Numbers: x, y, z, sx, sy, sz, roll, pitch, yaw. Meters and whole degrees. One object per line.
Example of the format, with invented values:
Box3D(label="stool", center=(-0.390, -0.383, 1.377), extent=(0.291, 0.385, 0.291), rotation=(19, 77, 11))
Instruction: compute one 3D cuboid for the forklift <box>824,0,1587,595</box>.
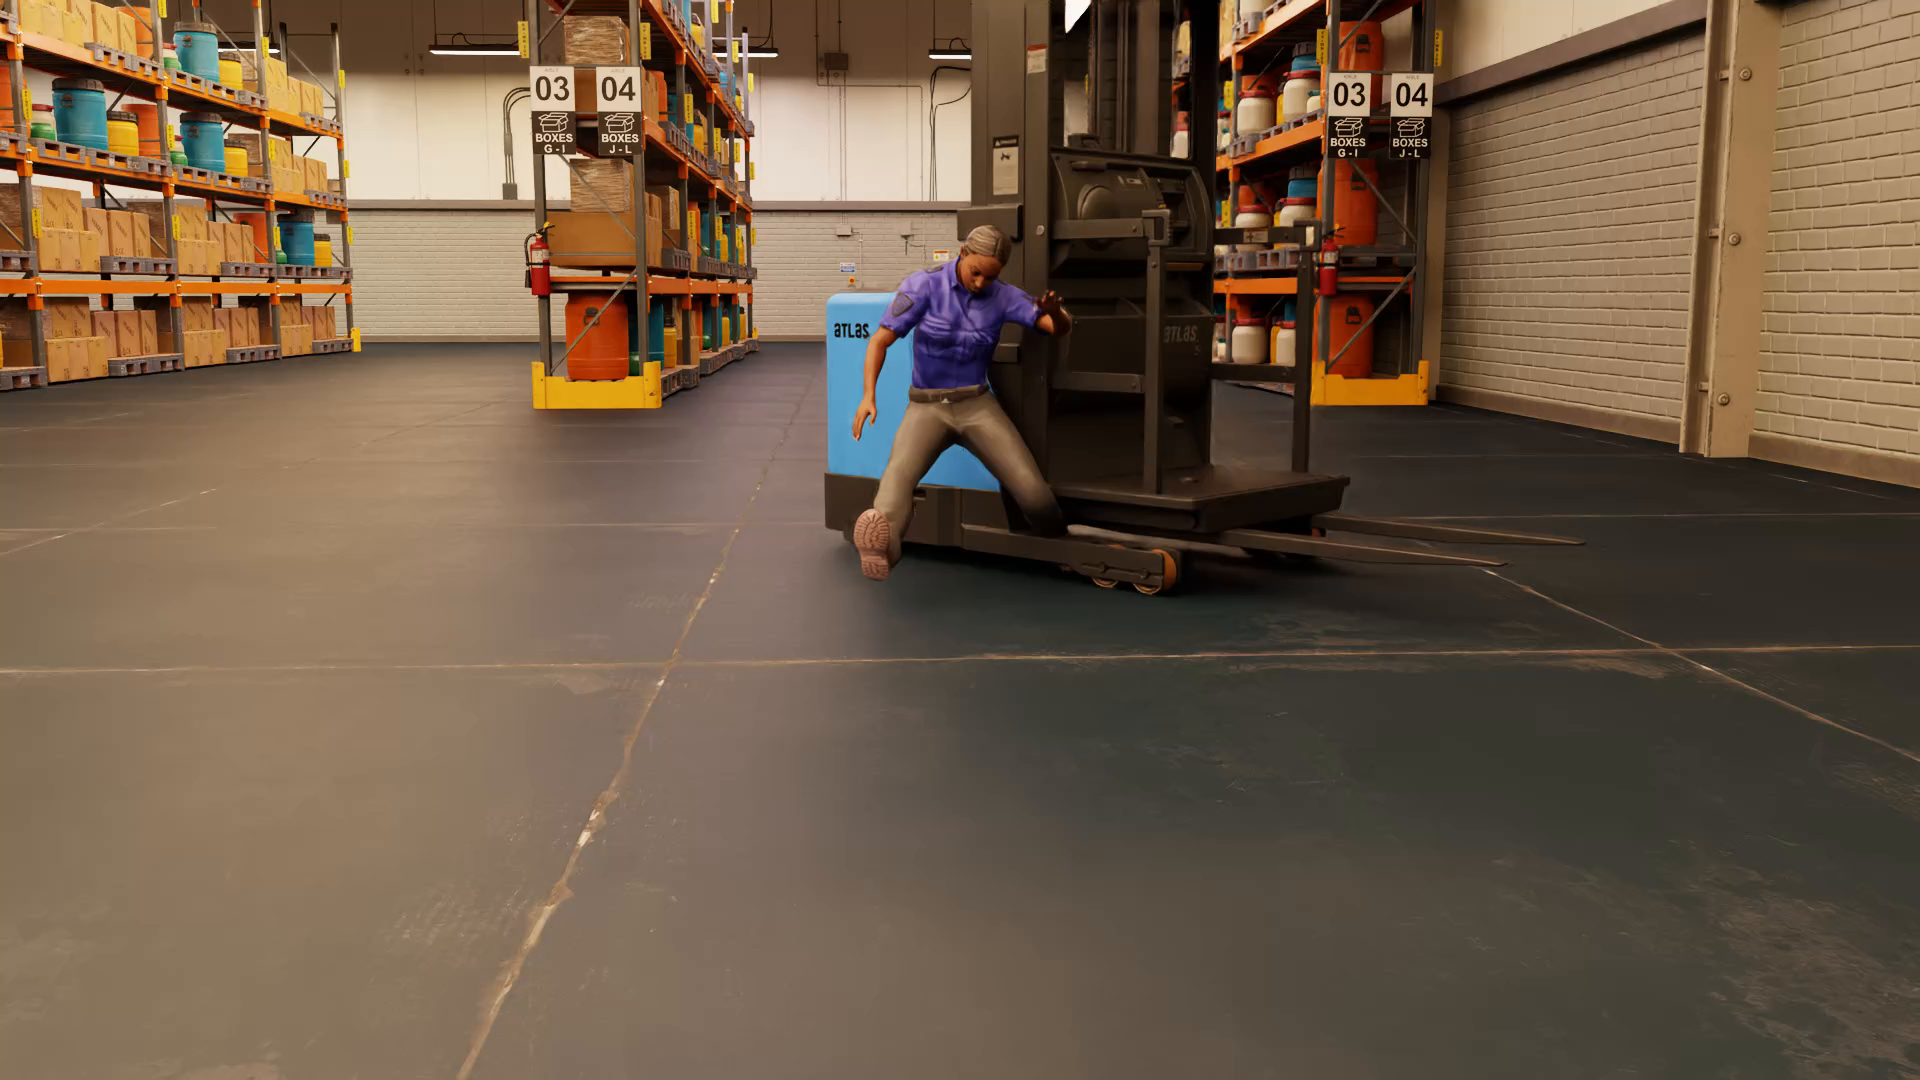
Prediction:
Box3D(label="forklift", center=(0.835, -1.339, 6.346), extent=(3.031, 2.935, 1.130), rotation=(8, 11, 43))

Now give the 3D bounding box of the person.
Box3D(label="person", center=(0.070, -0.465, 5.925), extent=(0.925, 1.296, 1.065), rotation=(-1, 8, -5))
